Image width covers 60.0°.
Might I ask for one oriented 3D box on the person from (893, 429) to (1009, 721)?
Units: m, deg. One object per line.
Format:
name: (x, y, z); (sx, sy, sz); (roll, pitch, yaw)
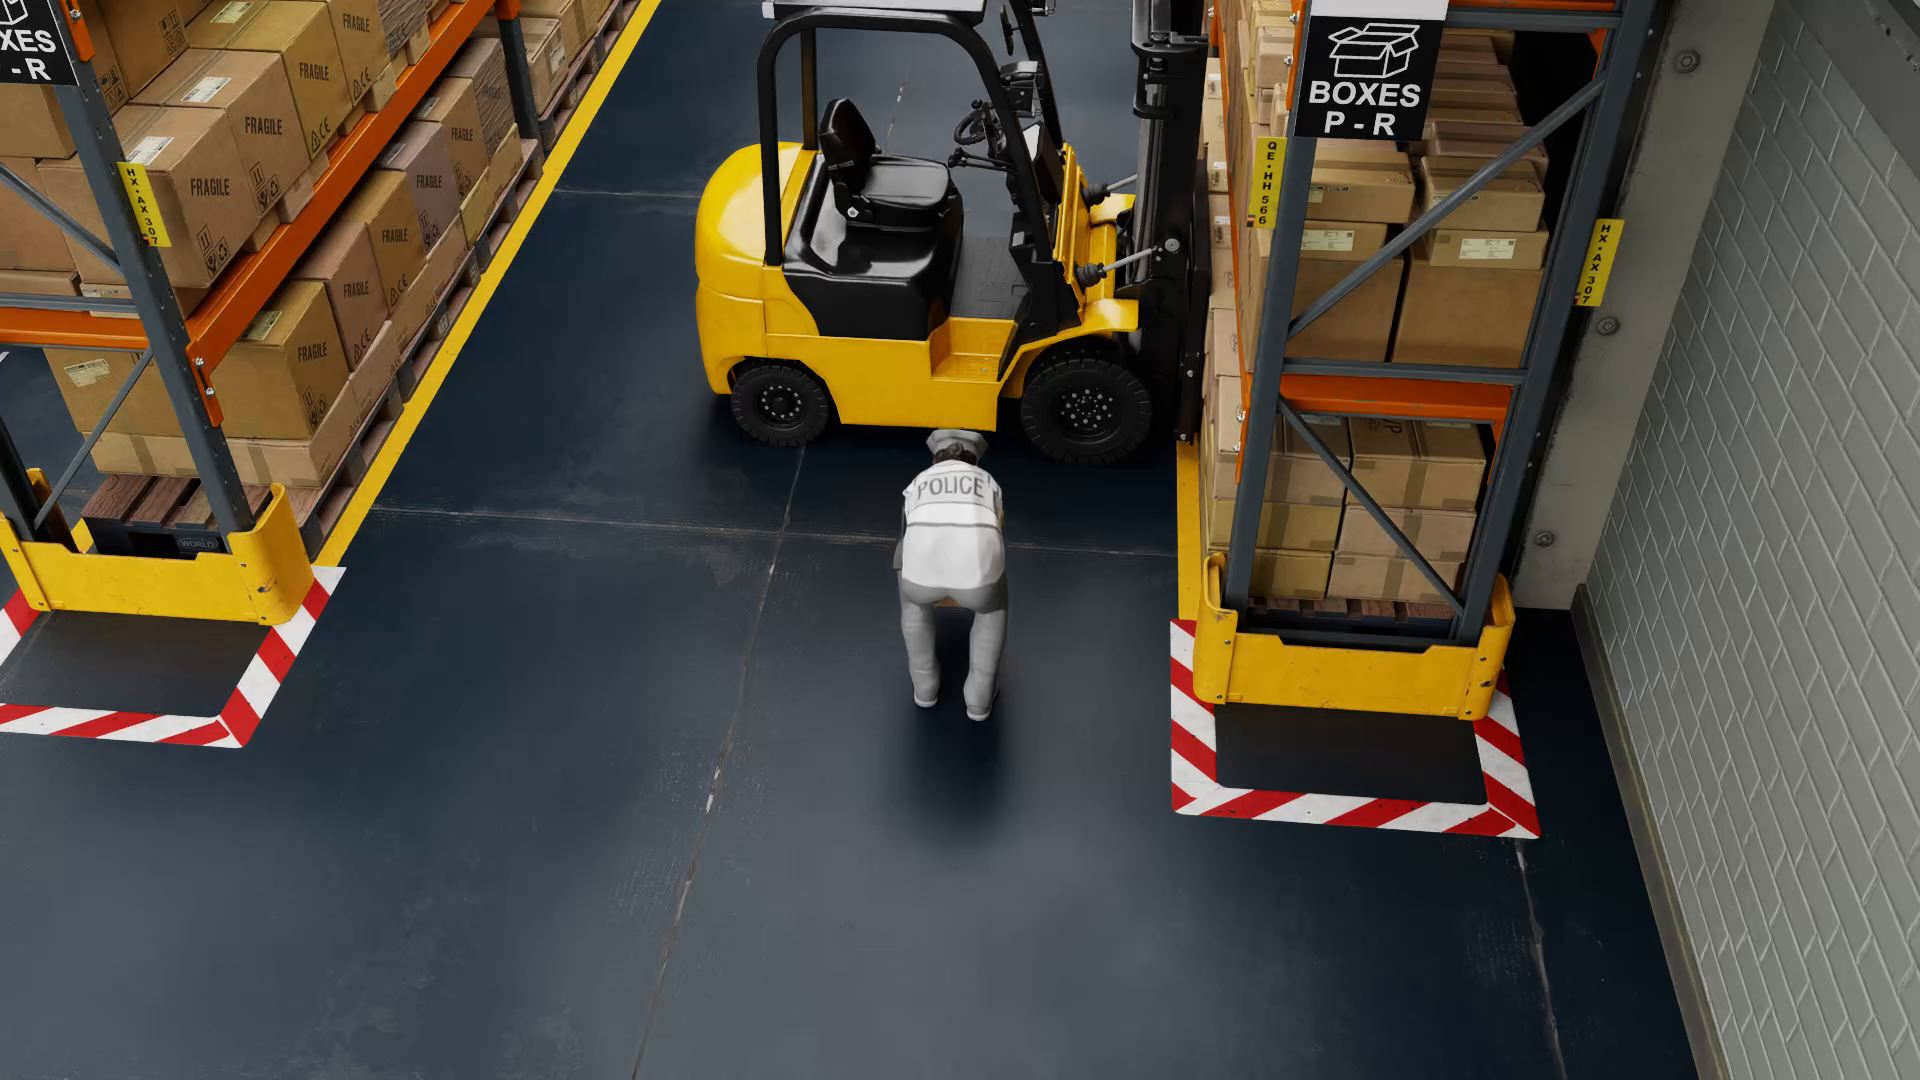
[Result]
person: (-0.019, 0.121, 6.530); (0.433, 0.999, 0.931); (2, 40, 2)
